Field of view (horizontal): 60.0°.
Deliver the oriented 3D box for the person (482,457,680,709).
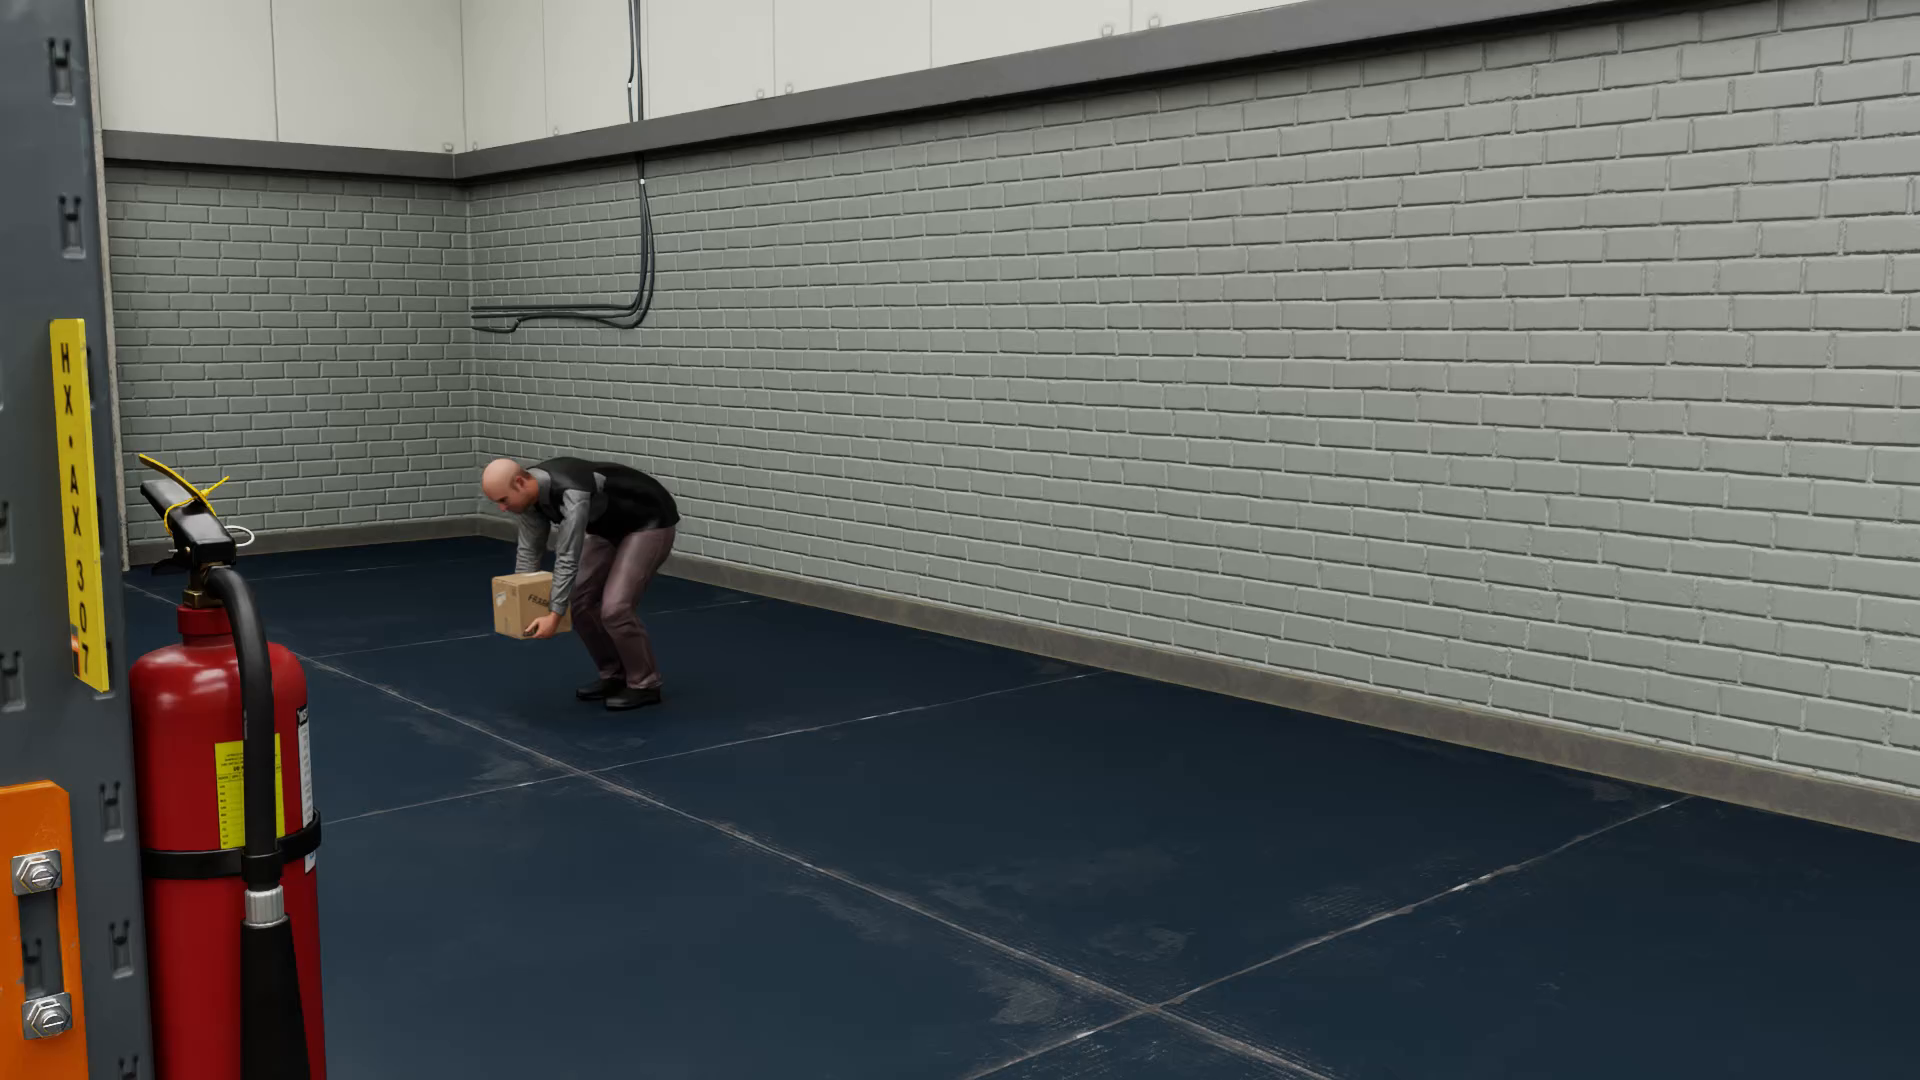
[{"bbox_3d":[-1.733,0.193,7.567,0.915,1.164,0.484,-7,10,-43],"label":"person"}]
